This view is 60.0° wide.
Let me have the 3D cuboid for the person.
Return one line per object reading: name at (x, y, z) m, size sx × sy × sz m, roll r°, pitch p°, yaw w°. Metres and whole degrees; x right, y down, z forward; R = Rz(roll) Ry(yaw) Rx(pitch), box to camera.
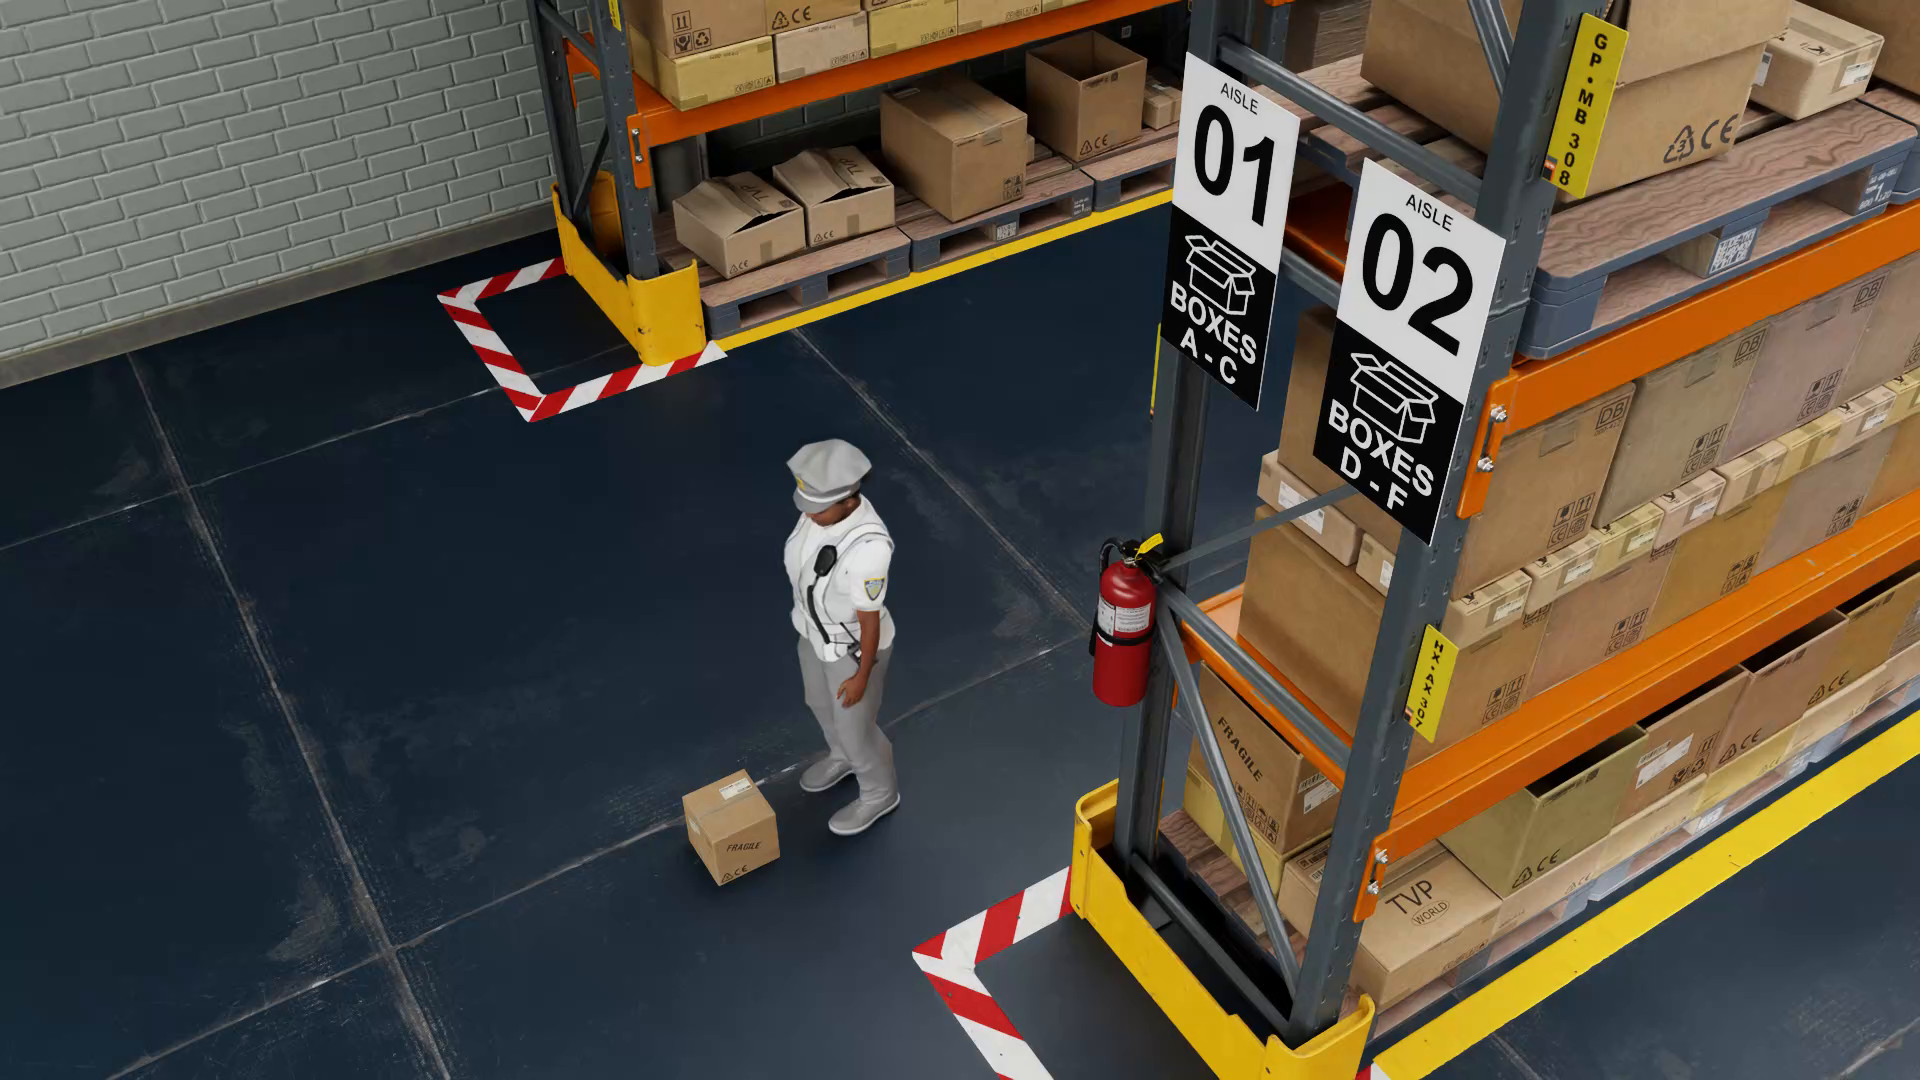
person at (-0.403, 0.357, 5.757) m, size 0.339 × 1.658 × 0.439 m, roll -22°, pitch 46°, yaw -23°
